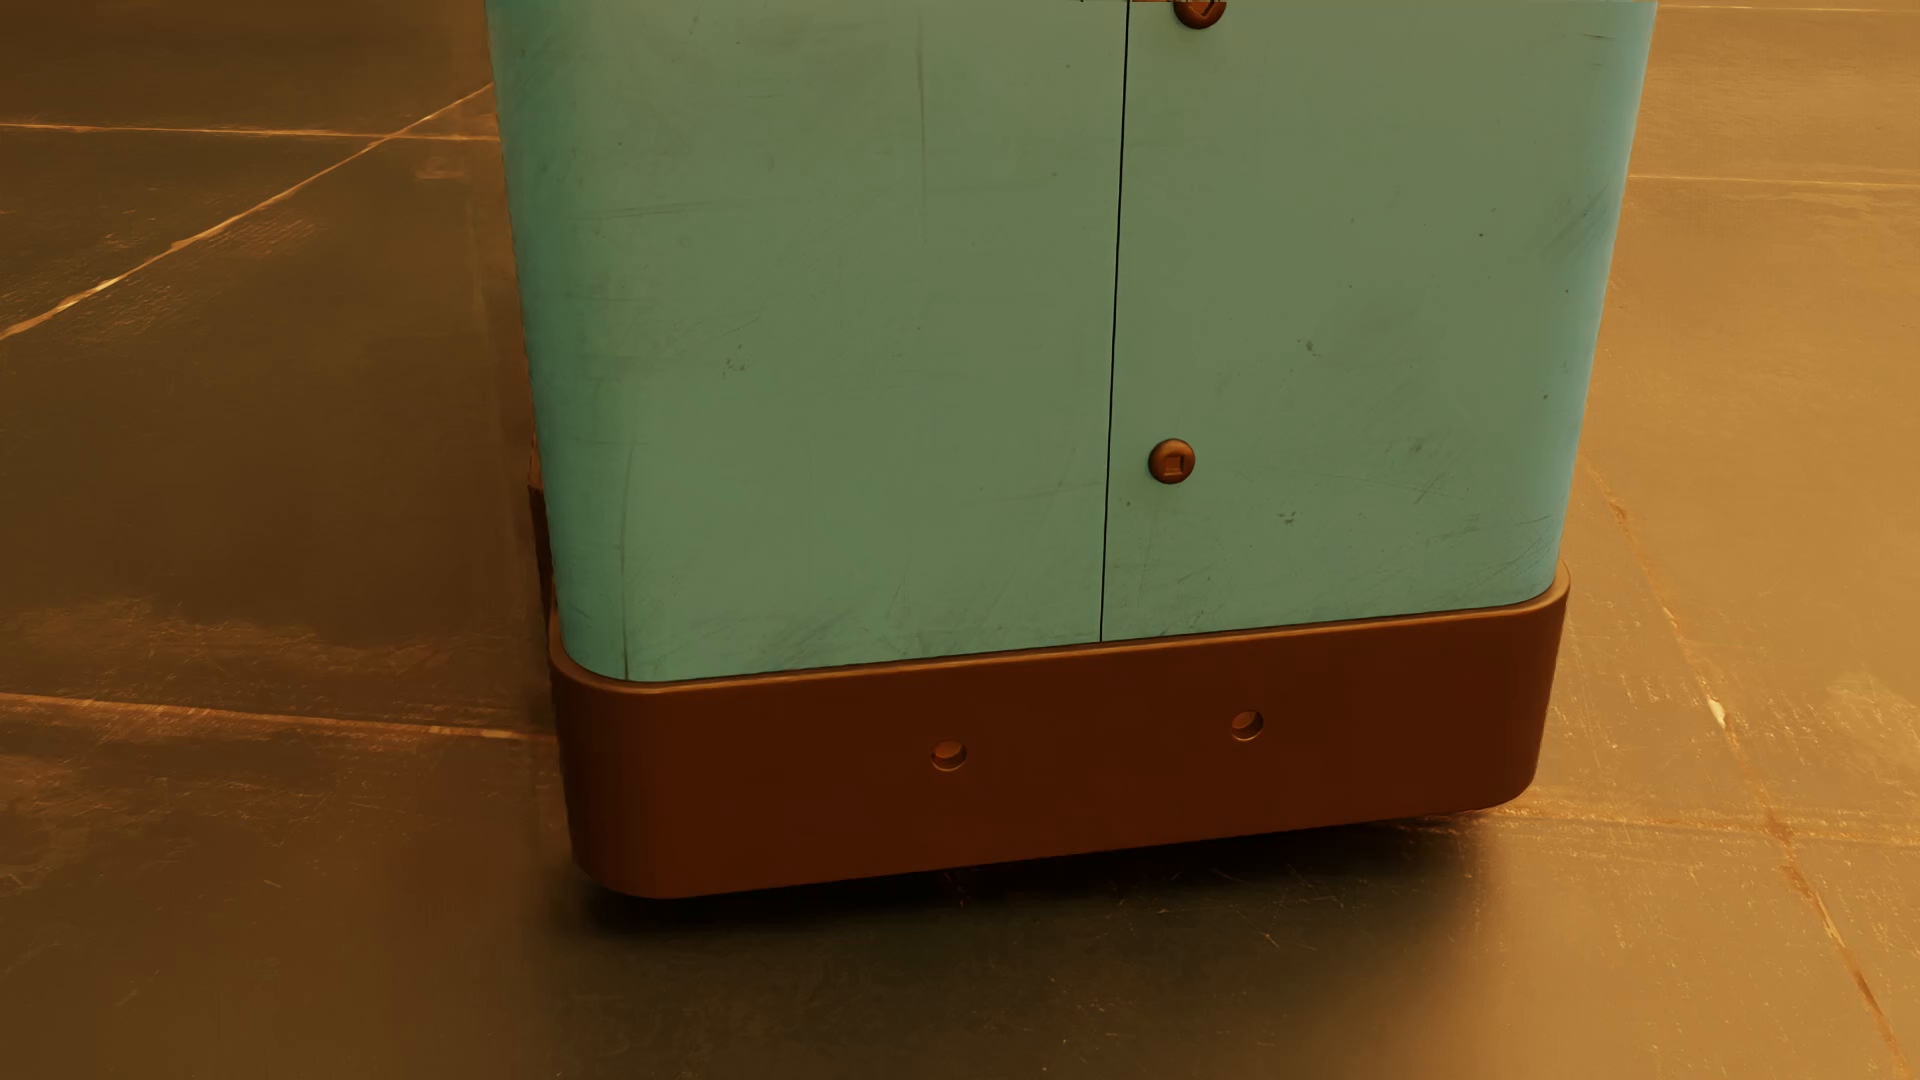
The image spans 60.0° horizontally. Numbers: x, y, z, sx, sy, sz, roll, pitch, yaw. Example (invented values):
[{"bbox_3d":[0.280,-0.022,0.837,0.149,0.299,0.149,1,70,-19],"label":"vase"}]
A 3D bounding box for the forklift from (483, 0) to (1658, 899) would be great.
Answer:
[{"bbox_3d":[-0.128,-1.593,2.410,1.130,2.935,3.031,-5,27,-9],"label":"forklift"}]
